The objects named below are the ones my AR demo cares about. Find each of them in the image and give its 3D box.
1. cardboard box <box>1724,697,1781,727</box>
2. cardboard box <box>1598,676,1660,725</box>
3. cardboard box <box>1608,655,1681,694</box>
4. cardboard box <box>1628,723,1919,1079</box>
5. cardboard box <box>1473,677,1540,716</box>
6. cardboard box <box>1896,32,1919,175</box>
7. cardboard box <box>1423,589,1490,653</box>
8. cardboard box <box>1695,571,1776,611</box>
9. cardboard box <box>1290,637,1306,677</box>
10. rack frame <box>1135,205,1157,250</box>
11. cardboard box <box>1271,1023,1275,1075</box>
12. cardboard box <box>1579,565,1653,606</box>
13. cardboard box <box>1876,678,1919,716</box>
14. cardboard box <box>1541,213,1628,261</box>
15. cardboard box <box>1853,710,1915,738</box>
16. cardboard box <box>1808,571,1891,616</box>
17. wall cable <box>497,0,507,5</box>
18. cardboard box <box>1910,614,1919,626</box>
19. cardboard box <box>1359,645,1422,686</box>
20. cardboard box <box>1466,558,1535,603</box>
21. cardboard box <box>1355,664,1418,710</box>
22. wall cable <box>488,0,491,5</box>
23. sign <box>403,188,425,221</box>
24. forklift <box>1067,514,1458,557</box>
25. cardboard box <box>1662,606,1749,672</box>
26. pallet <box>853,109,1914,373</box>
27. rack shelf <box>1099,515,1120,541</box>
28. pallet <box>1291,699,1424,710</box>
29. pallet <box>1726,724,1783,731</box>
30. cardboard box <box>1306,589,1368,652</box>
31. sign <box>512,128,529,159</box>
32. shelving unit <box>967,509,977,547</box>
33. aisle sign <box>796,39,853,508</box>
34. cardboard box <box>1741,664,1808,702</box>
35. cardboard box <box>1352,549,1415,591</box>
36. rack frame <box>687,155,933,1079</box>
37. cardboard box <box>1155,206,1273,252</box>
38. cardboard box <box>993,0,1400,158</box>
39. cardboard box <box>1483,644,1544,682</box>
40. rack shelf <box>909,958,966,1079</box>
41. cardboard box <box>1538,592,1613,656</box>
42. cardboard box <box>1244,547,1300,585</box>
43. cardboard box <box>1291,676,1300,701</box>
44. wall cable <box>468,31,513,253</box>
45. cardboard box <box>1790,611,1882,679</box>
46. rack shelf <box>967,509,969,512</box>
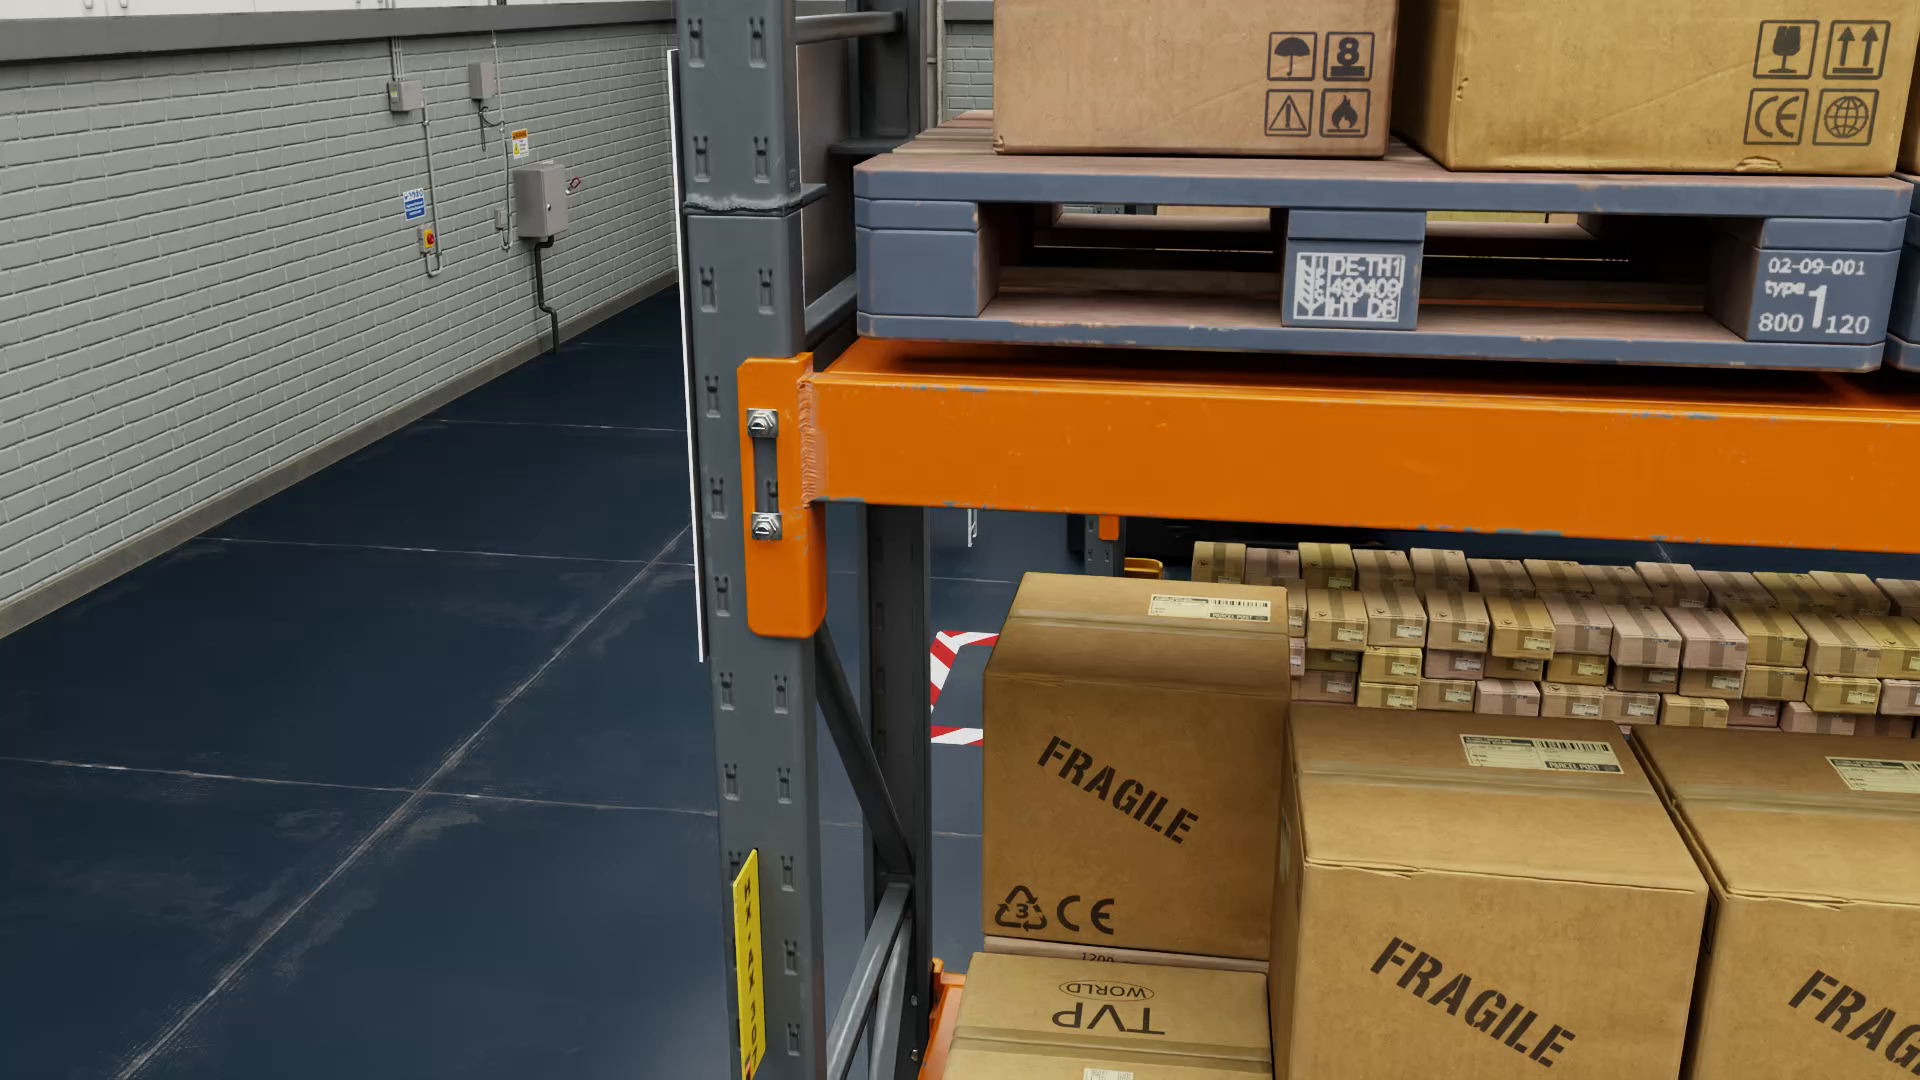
[{"bbox_3d":[3.442,0.680,7.376,0.250,0.149,0.380,2,19,7],"label":"cardboard box"},{"bbox_3d":[2.929,0.677,7.383,0.250,0.149,0.380,3,19,10],"label":"cardboard box"},{"bbox_3d":[2.993,0.531,7.350,0.250,0.149,0.380,2,19,6],"label":"cardboard box"},{"bbox_3d":[1.240,0.604,2.358,0.500,0.500,0.500,2,19,7],"label":"cardboard box"},{"bbox_3d":[2.408,0.670,7.406,0.250,0.149,0.380,2,19,6],"label":"cardboard box"},{"bbox_3d":[1.379,-0.759,2.140,0.500,0.500,0.700,2,19,5],"label":"cardboard box"},{"bbox_3d":[2.203,0.358,7.399,0.250,0.149,0.380,4,19,11],"label":"cardboard box"},{"bbox_3d":[3.550,0.276,7.644,0.250,0.149,0.380,2,19,7],"label":"cardboard box"},{"bbox_3d":[1.427,0.472,7.527,0.250,0.149,0.380,3,19,8],"label":"cardboard box"},{"bbox_3d":[1.375,-2.234,12.251,0.127,3.000,1.000,3,19,9],"label":"rack frame"},{"bbox_3d":[0.824,0.768,3.048,0.500,0.250,0.500,3,19,8],"label":"cardboard box"},{"bbox_3d":[3.030,0.250,7.722,0.250,0.149,0.380,2,19,6],"label":"cardboard box"},{"bbox_3d":[4.008,0.609,7.117,0.250,0.149,0.380,2,19,6],"label":"cardboard box"},{"bbox_3d":[2.603,-1.154,6.821,0.500,0.500,0.500,2,19,7],"label":"cardboard box"},{"bbox_3d":[3.954,0.724,7.243,0.250,0.149,0.380,3,19,10],"label":"cardboard box"},{"bbox_3d":[4.069,0.280,7.634,0.250,0.149,0.380,4,19,11],"label":"cardboard box"},{"bbox_3d":[-3.685,-6.401,15.192,0.133,3.039,2.988,3,19,9],"label":"wall cable"},{"bbox_3d":[4.246,0.458,7.101,0.250,0.149,0.380,3,19,10],"label":"cardboard box"},{"bbox_3d":[1.919,0.504,7.433,0.250,0.149,0.380,4,19,10],"label":"cardboard box"},{"bbox_3d":[2.529,0.221,7.809,0.250,0.149,0.380,2,19,7],"label":"cardboard box"},{"bbox_3d":[1.909,0.647,7.474,0.250,0.149,0.380,3,19,9],"label":"cardboard box"},{"bbox_3d":[-4.164,-5.512,12.595,0.029,3.000,2.355,3,19,9],"label":"wall cable"},{"bbox_3d":[-4.264,-2.626,12.999,0.001,0.218,0.327,3,19,9],"label":"sign"},{"bbox_3d":[2.181,-1.387,9.829,3.031,2.935,1.130,1,19,3],"label":"forklift"},{"bbox_3d":[3.215,0.425,7.199,0.250,0.149,0.380,2,19,6],"label":"cardboard box"},{"bbox_3d":[0.537,-0.475,2.409,1.213,0.211,1.003,3,19,9],"label":"pallet"},{"bbox_3d":[2.664,-0.236,7.415,4.000,0.370,1.077,3,19,9],"label":"rack shelf"},{"bbox_3d":[1.561,0.700,7.877,1.213,0.211,1.003,3,19,9],"label":"pallet"},{"bbox_3d":[3.970,0.823,7.510,1.213,0.211,1.003,3,19,9],"label":"pallet"},{"bbox_3d":[1.673,0.355,7.409,0.250,0.149,0.380,3,19,9],"label":"cardboard box"},{"bbox_3d":[-3.932,-3.546,14.871,0.001,0.242,0.339,3,19,9],"label":"sign"},{"bbox_3d":[-0.163,-0.577,10.138,0.503,1.200,0.258,3,19,9],"label":"shelving unit"},{"bbox_3d":[-0.221,-0.459,2.852,0.004,0.787,0.394,3,19,9],"label":"aisle sign"},{"bbox_3d":[3.509,0.558,7.270,0.250,0.149,0.380,3,19,9],"label":"cardboard box"},{"bbox_3d":[2.013,0.177,7.940,0.250,0.149,0.380,2,19,6],"label":"cardboard box"},{"bbox_3d":[-0.197,0.871,2.973,0.127,3.000,1.000,3,19,9],"label":"rack frame"},{"bbox_3d":[1.091,-1.235,7.064,0.500,0.500,0.500,3,19,8],"label":"cardboard box"},{"bbox_3d":[0.325,-0.836,2.370,0.500,0.500,0.700,2,19,5],"label":"cardboard box"},{"bbox_3d":[2.471,0.488,7.480,0.250,0.149,0.380,4,19,11],"label":"cardboard box"},{"bbox_3d":[1.778,1.313,2.786,4.000,0.370,1.077,3,19,9],"label":"rack shelf"},{"bbox_3d":[2.719,0.368,7.368,0.250,0.149,0.380,3,19,9],"label":"cardboard box"},{"bbox_3d":[1.491,0.171,7.959,0.250,0.149,0.380,3,19,10],"label":"cardboard box"},{"bbox_3d":[1.427,0.589,7.646,0.250,0.149,0.380,3,19,8],"label":"cardboard box"},{"bbox_3d":[-3.983,-3.437,14.246,0.122,1.984,0.588,3,19,9],"label":"wall cable"},{"bbox_3d":[3.741,0.447,7.133,0.250,0.149,0.380,3,19,8],"label":"cardboard box"},{"bbox_3d":[-0.163,-0.289,10.234,0.480,0.148,0.258,3,19,9],"label":"rack shelf"}]
